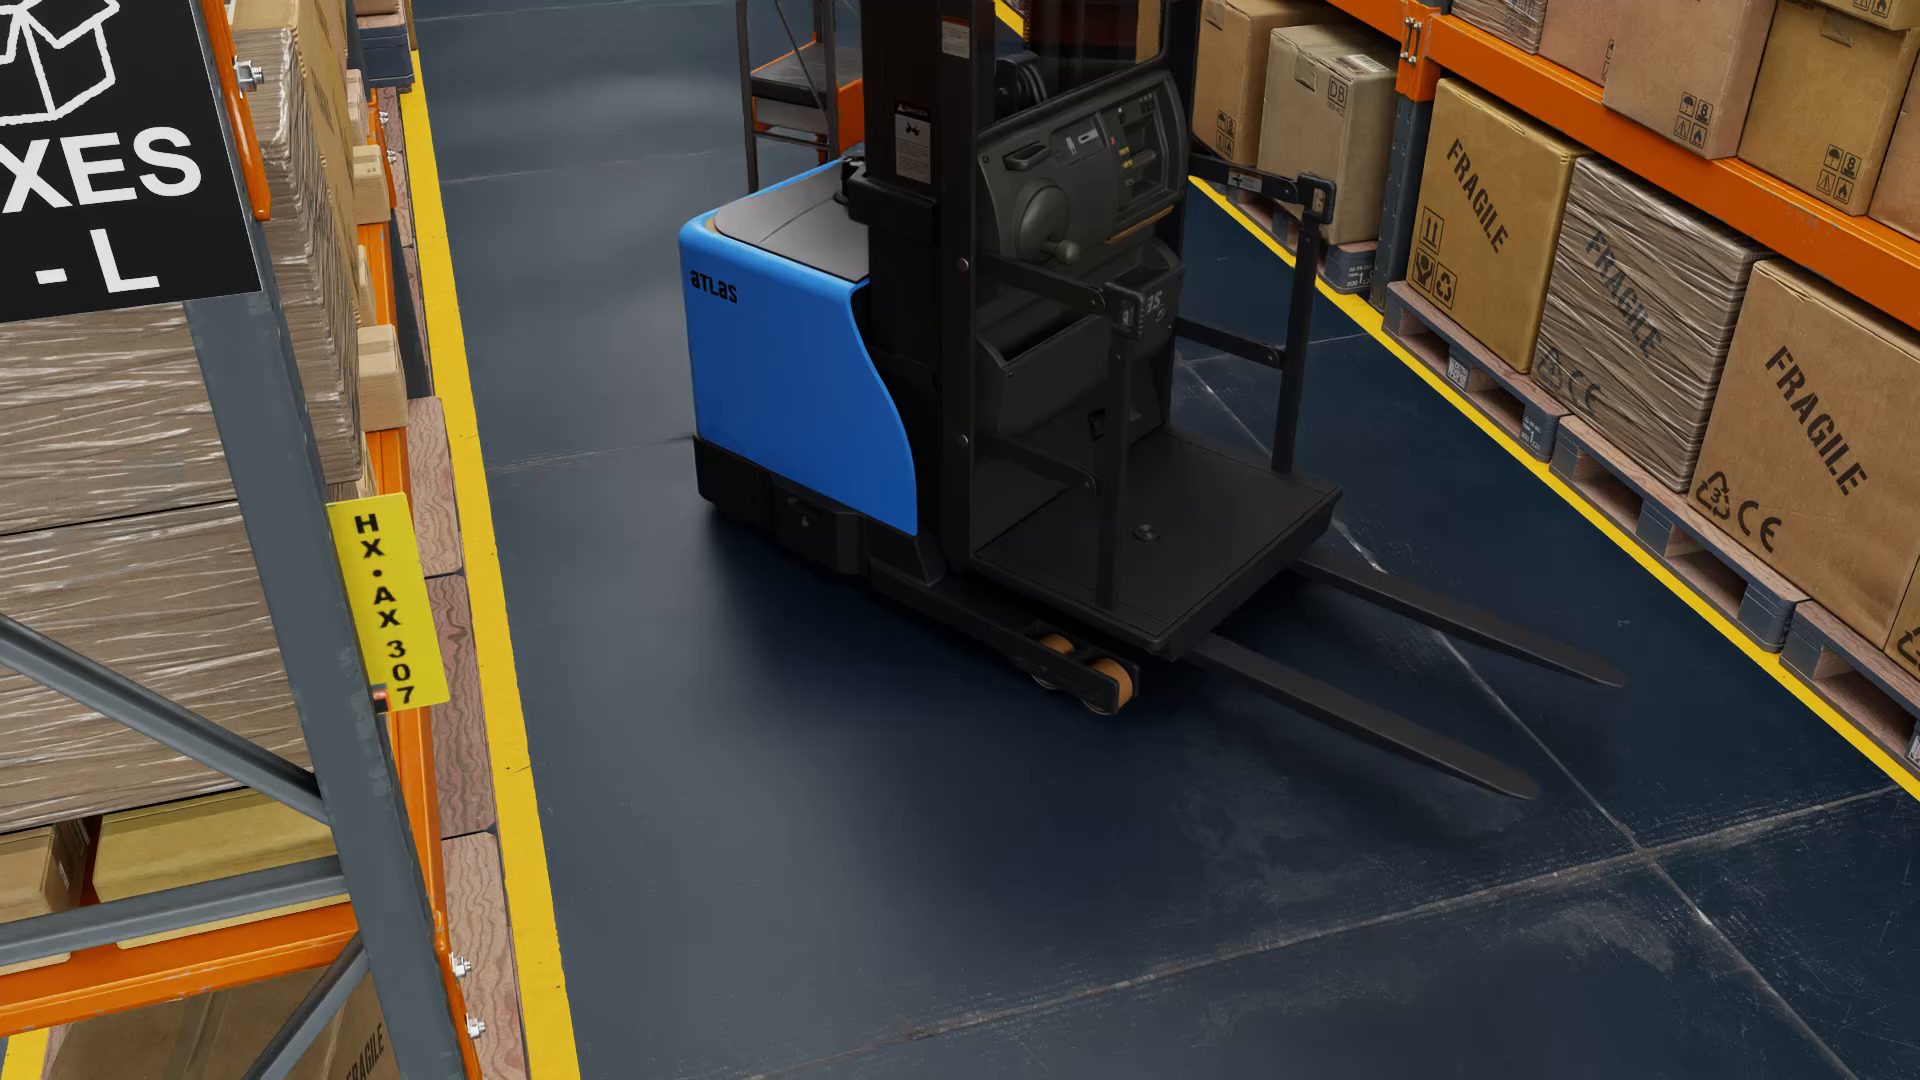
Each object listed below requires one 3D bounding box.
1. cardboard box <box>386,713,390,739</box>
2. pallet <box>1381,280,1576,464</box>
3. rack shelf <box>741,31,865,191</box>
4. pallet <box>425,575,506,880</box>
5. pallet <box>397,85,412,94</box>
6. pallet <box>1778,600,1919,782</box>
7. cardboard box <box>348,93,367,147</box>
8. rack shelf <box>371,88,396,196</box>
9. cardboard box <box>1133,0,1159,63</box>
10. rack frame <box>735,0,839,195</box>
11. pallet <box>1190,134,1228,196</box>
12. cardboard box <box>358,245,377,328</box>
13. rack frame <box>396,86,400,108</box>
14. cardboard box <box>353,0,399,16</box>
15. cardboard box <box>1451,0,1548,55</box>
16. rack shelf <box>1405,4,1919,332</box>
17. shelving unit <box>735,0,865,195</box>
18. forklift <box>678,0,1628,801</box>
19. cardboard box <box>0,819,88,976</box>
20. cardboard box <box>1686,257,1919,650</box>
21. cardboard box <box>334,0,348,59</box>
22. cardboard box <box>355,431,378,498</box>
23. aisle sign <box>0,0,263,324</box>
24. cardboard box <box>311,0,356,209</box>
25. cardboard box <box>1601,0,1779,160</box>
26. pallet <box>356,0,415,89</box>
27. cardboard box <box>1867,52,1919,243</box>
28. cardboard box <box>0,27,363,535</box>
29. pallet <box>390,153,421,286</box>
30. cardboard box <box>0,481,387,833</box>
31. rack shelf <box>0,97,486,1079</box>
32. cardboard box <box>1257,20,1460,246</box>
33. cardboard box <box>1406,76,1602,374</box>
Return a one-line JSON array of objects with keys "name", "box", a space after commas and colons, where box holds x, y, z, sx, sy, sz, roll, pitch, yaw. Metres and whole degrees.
[{"name": "cardboard box", "box": [-1.161, 0.319, 2.774, 0.380, 0.149, 0.250, -10, 35, -15]}, {"name": "pallet", "box": [2.448, -0.767, 6.719, 1.003, 0.211, 1.213, -10, 35, -15]}, {"name": "rack shelf", "box": [-0.494, -1.552, 6.219, 0.431, 0.518, 0.480, 17, 37, 24]}, {"name": "pallet", "box": [-1.849, 0.590, 4.666, 1.003, 0.211, 1.213, -10, 35, -15]}, {"name": "pallet", "box": [-3.853, -2.925, 9.985, 1.003, 0.211, 1.213, -10, 35, -15]}, {"name": "pallet", "box": [3.192, 0.514, 4.781, 1.003, 0.211, 1.213, -10, 35, -15]}, {"name": "cardboard box", "box": [-2.051, -1.261, 5.165, 0.380, 0.149, 0.250, -10, 35, -15]}, {"name": "rack shelf", "box": [-3.074, -2.312, 7.180, 1.077, 0.370, 4.000, -10, 35, -15]}, {"name": "cardboard box", "box": [1.441, -2.886, 9.057, 1.050, 0.750, 0.750, -9, 35, -14]}, {"name": "rack frame", "box": [-0.611, -1.445, 6.032, 0.400, 2.100, 0.015, 17, 37, 24]}, {"name": "pallet", "box": [1.608, -2.213, 8.908, 1.003, 0.211, 1.213, -10, 35, -15]}, {"name": "cardboard box", "box": [-1.675, -0.603, 4.170, 0.380, 0.149, 0.250, -10, 35, -15]}, {"name": "rack frame", "box": [-3.684, -3.662, 8.571, 1.000, 3.000, 0.127, -10, 35, -15]}, {"name": "cardboard box", "box": [-2.573, -2.428, 5.778, 1.000, 1.000, 1.000, -10, 35, -14]}, {"name": "cardboard box", "box": [2.415, -2.214, 6.243, 0.875, 0.550, 0.550, -10, 35, -15]}, {"name": "rack shelf", "box": [2.901, -0.993, 5.184, 1.077, 0.370, 4.000, -10, 35, -15]}, {"name": "shelving unit", "box": [-0.494, -1.563, 6.211, 0.431, 2.100, 0.503, 17, 37, 24]}, {"name": "forklift", "box": [0.531, -1.033, 4.654, 3.031, 2.935, 1.130, 24, 41, 32]}, {"name": "cardboard box", "box": [-1.527, 0.528, 2.458, 0.380, 0.149, 0.250, -10, 35, -15]}, {"name": "cardboard box", "box": [2.971, -0.338, 5.087, 0.875, 0.875, 0.875, -11, 35, -15]}, {"name": "cardboard box", "box": [-1.759, -1.430, 3.925, 0.500, 0.500, 0.500, -10, 35, -15]}, {"name": "cardboard box", "box": [-1.389, -0.075, 3.371, 0.380, 0.149, 0.250, -10, 35, -15]}, {"name": "aisle sign", "box": [-0.939, -0.564, 1.525, 0.394, 0.787, 0.004, -10, 35, -15]}, {"name": "cardboard box", "box": [-1.452, -0.905, 3.131, 0.500, 0.500, 0.500, -10, 35, -15]}, {"name": "cardboard box", "box": [2.657, -1.625, 5.353, 0.875, 0.550, 0.550, -10, 35, -15]}, {"name": "pallet", "box": [-2.558, -1.907, 6.090, 1.003, 0.211, 1.213, -10, 35, -15]}, {"name": "cardboard box", "box": [3.115, -1.093, 4.547, 0.875, 0.550, 0.550, -10, 35, -15]}, {"name": "cardboard box", "box": [-1.152, -0.379, 2.336, 0.500, 0.500, 0.500, -10, 35, -15]}, {"name": "pallet", "box": [-3.078, -1.449, 7.751, 1.003, 0.211, 1.213, -10, 35, -15]}, {"name": "cardboard box", "box": [-1.385, 0.079, 2.549, 0.875, 0.500, 0.500, -10, 35, -15]}, {"name": "rack shelf", "box": [-1.854, -0.212, 4.002, 1.077, 0.370, 4.000, -10, 35, -15]}, {"name": "cardboard box", "box": [2.016, -1.890, 7.549, 1.050, 0.750, 0.750, -10, 35, -15]}, {"name": "cardboard box", "box": [2.416, -1.290, 6.527, 0.875, 0.875, 0.875, -9, 35, -14]}]
